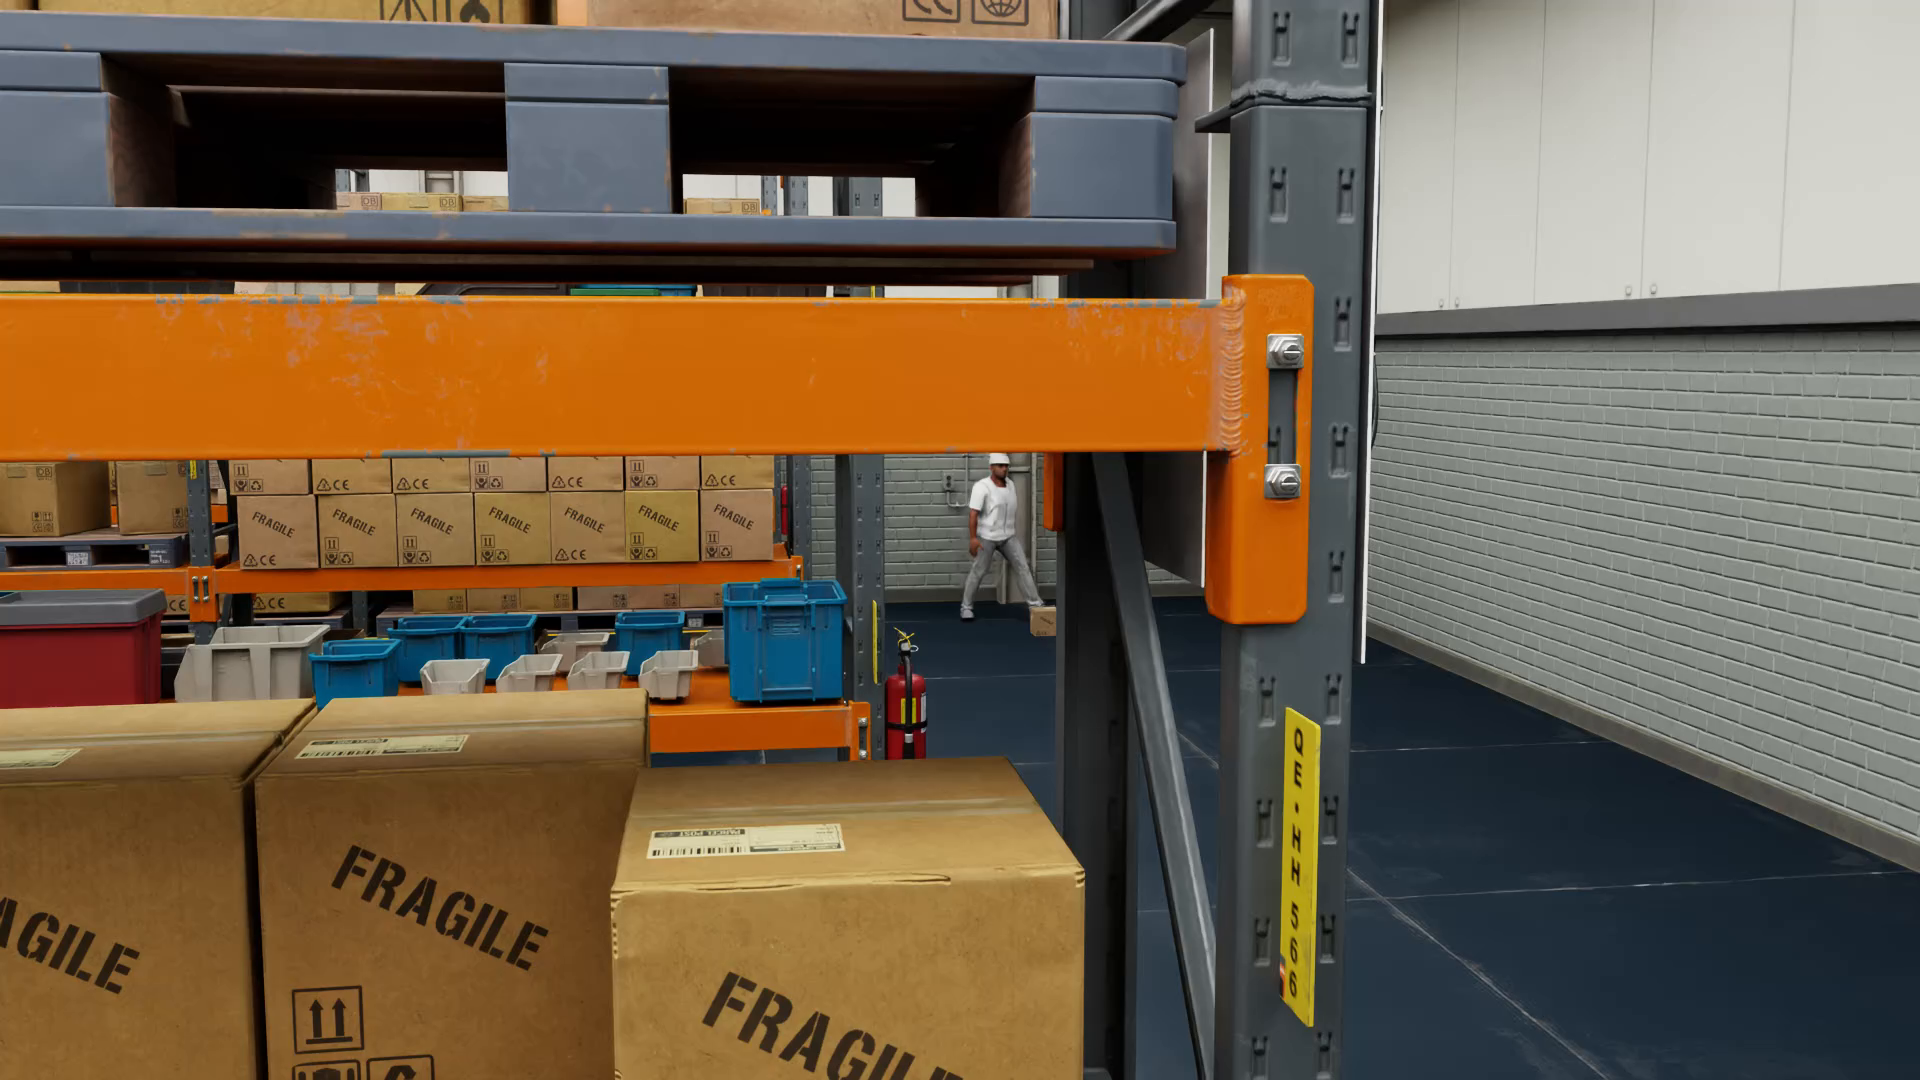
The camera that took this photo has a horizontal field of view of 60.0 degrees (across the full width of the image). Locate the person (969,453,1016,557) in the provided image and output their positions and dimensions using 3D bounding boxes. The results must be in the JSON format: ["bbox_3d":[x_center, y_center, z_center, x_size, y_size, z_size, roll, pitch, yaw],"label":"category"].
[{"bbox_3d":[0.375,-0.371,16.942,0.680,1.062,0.388,-5,8,-37],"label":"person"}]
